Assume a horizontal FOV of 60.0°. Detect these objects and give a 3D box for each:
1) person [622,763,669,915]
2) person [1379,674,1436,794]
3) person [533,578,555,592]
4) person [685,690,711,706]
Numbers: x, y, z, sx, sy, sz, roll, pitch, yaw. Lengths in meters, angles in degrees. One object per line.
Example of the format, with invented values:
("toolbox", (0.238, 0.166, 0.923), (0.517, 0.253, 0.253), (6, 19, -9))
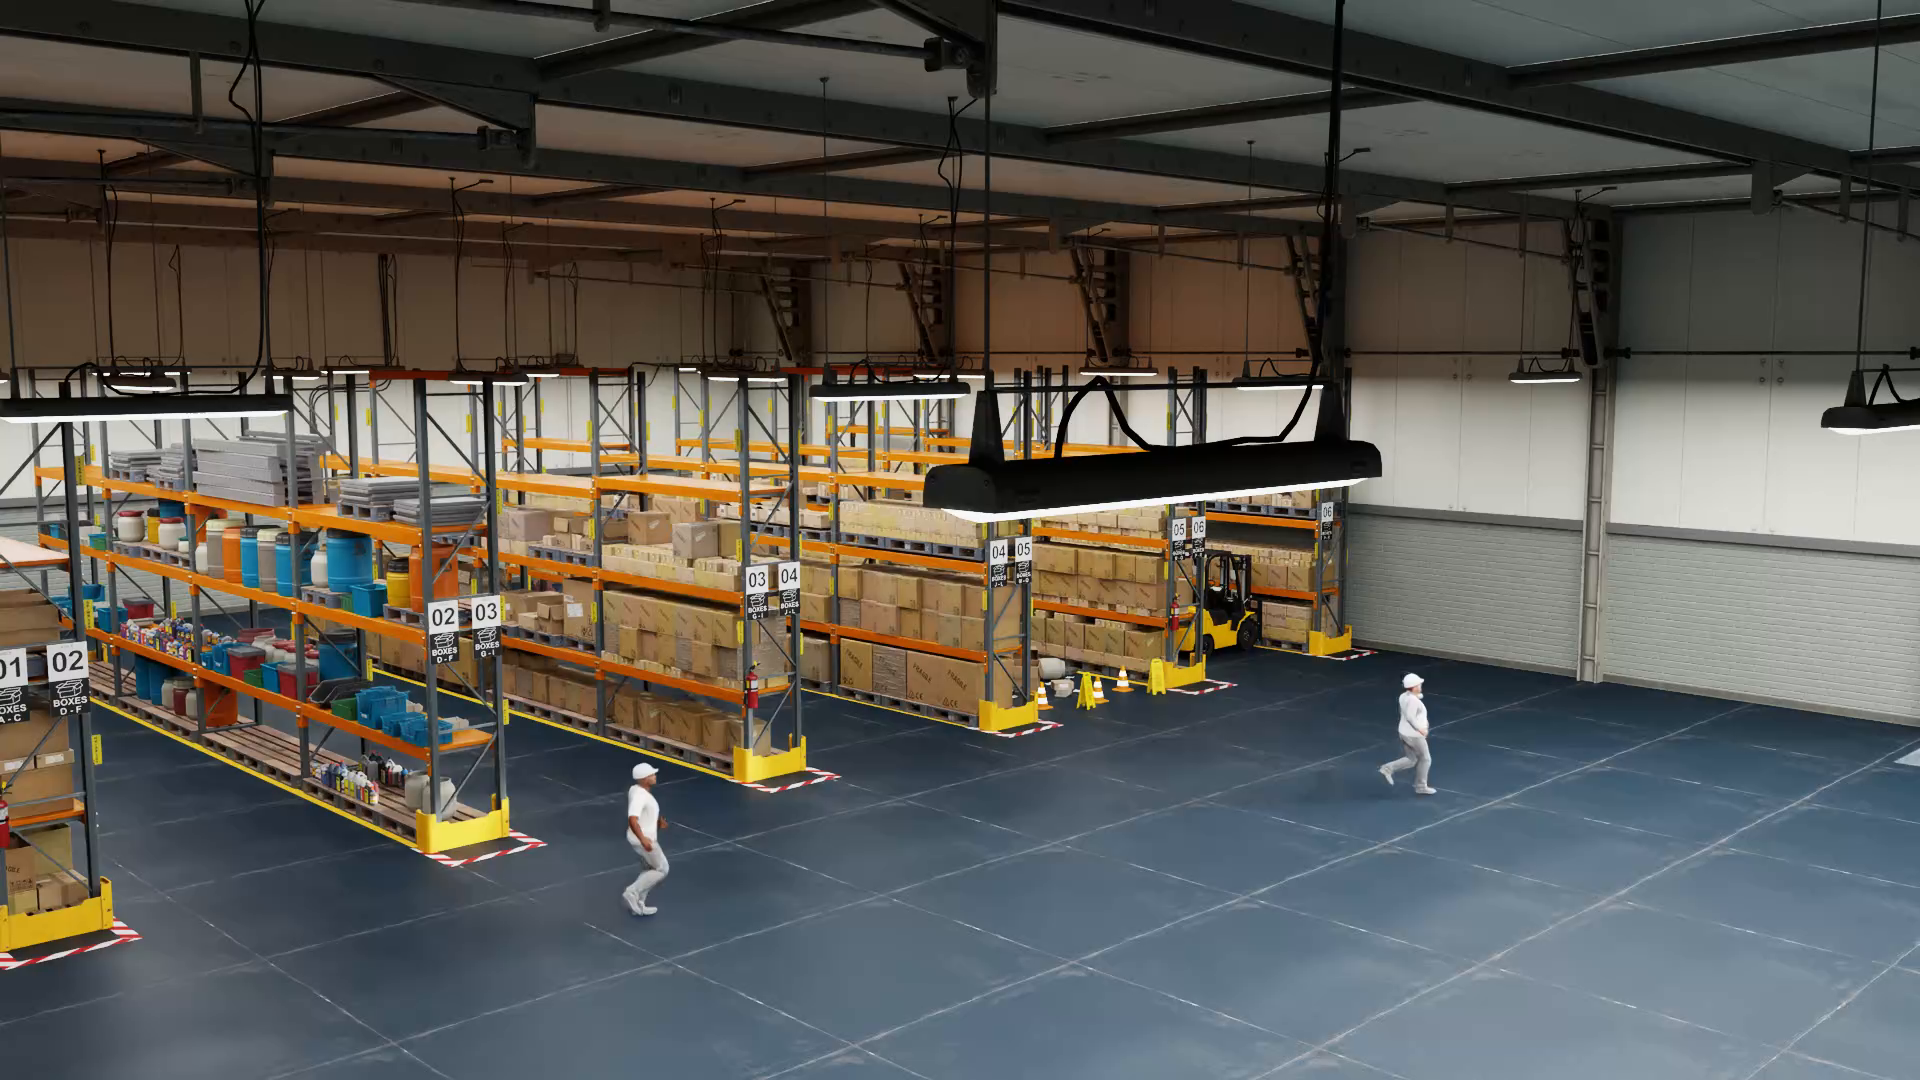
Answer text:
("person", (-3.545, 3.362, 18.729), (0.575, 1.730, 0.712), (-2, 7, -20))
("person", (6.437, 2.777, 23.801), (0.813, 1.745, 0.676), (-1, 6, -5))
("person", (-10.311, 0.835, 41.356), (0.548, 1.668, 0.666), (5, 8, 38))
("person", (-4.731, 2.105, 30.064), (0.755, 1.753, 0.546), (4, 8, 32))
